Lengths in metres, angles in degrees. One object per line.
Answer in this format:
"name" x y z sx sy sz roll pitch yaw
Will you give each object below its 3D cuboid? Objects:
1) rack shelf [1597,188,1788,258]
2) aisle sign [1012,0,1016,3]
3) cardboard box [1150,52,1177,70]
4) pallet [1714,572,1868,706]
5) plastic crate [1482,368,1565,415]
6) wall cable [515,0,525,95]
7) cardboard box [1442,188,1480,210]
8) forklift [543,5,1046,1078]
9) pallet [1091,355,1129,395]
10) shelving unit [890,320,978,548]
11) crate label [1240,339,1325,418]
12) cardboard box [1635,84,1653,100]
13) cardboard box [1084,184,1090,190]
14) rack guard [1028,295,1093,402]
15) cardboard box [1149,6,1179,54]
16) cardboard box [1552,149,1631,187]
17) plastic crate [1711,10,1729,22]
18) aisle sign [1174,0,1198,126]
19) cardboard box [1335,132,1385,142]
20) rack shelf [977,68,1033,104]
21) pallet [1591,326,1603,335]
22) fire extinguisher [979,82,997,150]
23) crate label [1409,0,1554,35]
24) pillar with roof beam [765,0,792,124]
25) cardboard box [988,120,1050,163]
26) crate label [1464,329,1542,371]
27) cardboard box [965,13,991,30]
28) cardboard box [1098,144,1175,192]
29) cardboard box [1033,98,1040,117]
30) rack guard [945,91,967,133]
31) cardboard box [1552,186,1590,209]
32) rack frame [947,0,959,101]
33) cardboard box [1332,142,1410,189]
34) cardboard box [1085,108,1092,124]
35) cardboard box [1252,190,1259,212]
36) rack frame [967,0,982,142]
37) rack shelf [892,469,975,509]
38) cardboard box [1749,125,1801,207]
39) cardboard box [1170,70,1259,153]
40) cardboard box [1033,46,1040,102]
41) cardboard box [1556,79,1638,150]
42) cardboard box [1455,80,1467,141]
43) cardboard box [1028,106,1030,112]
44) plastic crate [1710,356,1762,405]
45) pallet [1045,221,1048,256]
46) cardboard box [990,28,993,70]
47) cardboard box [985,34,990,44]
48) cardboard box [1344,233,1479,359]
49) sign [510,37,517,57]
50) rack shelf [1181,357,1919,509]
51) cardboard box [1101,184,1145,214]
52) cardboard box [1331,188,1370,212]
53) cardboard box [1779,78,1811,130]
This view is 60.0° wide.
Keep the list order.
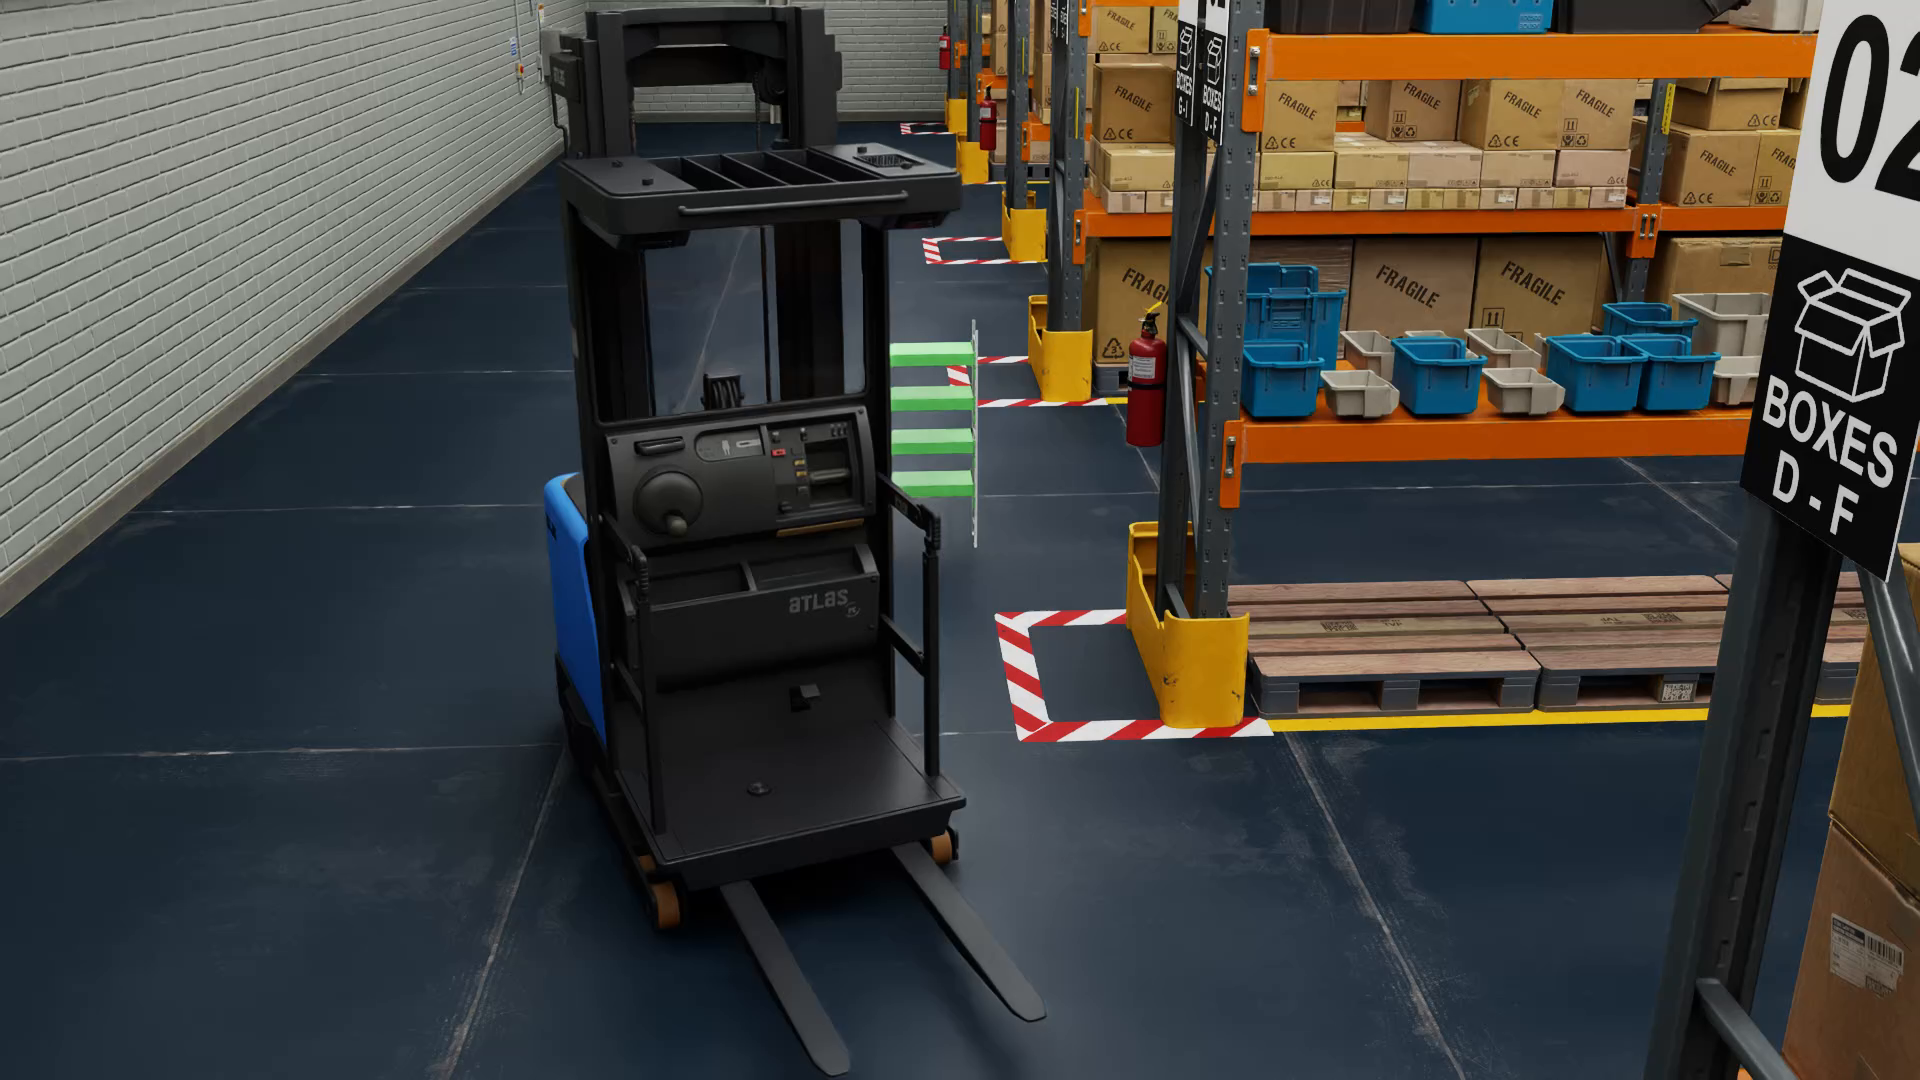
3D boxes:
"rack shelf" 6.735 -2.364 12.126 4.000 0.370 1.077 -1 21 -3
"aisle sign" 0.506 -5.449 15.565 0.004 0.787 0.394 -1 21 -3
"cardboard box" 2.049 -4.465 16.073 0.500 0.500 0.500 -1 21 -2
"pallet" 4.289 0.432 7.690 1.213 0.211 1.003 -1 21 -3
"plastic crate" 2.295 -0.603 6.775 0.298 0.136 0.250 -1 21 -3
"wall cable" -5.450 -6.465 20.415 0.123 1.953 0.585 -1 21 -3
"cardboard box" 3.425 -2.399 11.558 0.250 0.149 0.380 -1 21 -2
"forklift" -0.659 -0.219 5.576 1.130 2.935 3.031 -9 23 -22
"pallet" 1.538 -1.319 12.289 1.213 0.211 1.003 -1 21 -3
"shelving unit" -0.165 -0.557 8.899 0.503 1.200 0.258 -1 21 -3
"crate label" 1.292 -0.657 6.781 0.303 0.233 0.416 -1 21 -3
"cardboard box" 6.530 -4.380 16.171 0.250 0.149 0.380 -2 21 -6
"cardboard box" 1.373 -3.423 16.475 0.250 0.149 0.380 -1 21 -2
"rack guard" 0.720 -1.410 12.121 0.348 0.500 1.175 -1 21 -3
"cardboard box" 2.050 -4.925 15.878 0.500 0.500 0.500 -2 21 -4
"cardboard box" 4.312 -2.626 11.596 0.500 0.250 0.500 -2 21 -4
"plastic crate" 3.076 -2.228 6.911 0.530 0.136 0.437 -1 21 -3
"aisle sign" 0.939 -2.137 6.863 0.004 0.787 0.394 -1 21 -3
"cardboard box" 2.747 -2.784 12.010 0.500 0.250 0.500 -1 21 -3
"rack shelf" 2.175 -5.803 21.159 4.000 0.370 1.077 -1 21 -3
"pallet" 5.504 -1.399 12.499 1.213 0.211 1.003 -1 21 -3
"fire extinguisher" 0.284 -4.291 16.808 0.183 0.674 0.296 -1 21 -3
"crate label" 1.967 -2.055 6.297 0.502 0.251 0.408 -1 21 -3
"pillar with roof beam" -2.606 -9.402 21.168 0.400 9.000 9.100 -1 21 -3
"cardboard box" 0.832 -5.147 21.434 0.875 0.438 0.875 -2 21 -5
"crate label" 2.398 -0.820 7.345 0.243 0.136 0.396 -1 21 -3
"cardboard box" 0.336 -8.034 25.801 0.500 0.250 0.500 -1 21 -1
"cardboard box" 1.239 -2.561 11.425 0.500 0.250 0.500 -2 21 -4
"cardboard box" 0.871 -4.332 16.637 0.250 0.149 0.380 -1 21 -3
"rack guard" -0.033 -6.695 26.004 0.348 0.500 1.175 -1 21 -3
"cardboard box" 4.195 -2.414 11.600 0.250 0.149 0.380 -1 21 -2
"rack frame" -0.108 -7.862 25.555 0.127 3.000 1.000 -1 21 -3
"cardboard box" 2.780 -2.595 11.515 0.500 0.250 0.500 -2 21 -4
"cardboard box" 1.156 -4.135 16.119 0.250 0.149 0.380 0 21 -1
"cardboard box" 1.890 -2.368 11.477 0.250 0.149 0.380 -1 21 -4
"rack frame" 0.179 -6.099 20.924 0.127 3.000 1.000 -1 21 -3
"rack shelf" -0.165 -0.273 9.007 0.480 0.148 0.258 -1 21 -3
"cardboard box" 5.713 -2.637 11.692 0.500 0.500 0.500 -1 21 -3
"cardboard box" 1.738 -2.922 11.318 0.500 0.500 0.500 -2 21 -4
"cardboard box" 0.996 -4.629 16.504 0.500 0.500 0.500 -1 21 -2
"cardboard box" 4.294 -2.975 11.457 0.500 0.500 0.500 -1 21 -1
"cardboard box" 3.753 -3.153 11.925 0.500 0.500 0.500 -1 21 -3
"cardboard box" 0.934 -6.699 25.918 0.250 0.149 0.380 -2 21 -5
"plastic crate" 3.299 -0.663 6.933 0.466 0.136 0.293 -1 21 -3
"pallet" 1.451 -3.045 16.821 1.213 0.211 1.003 -1 21 -3
"cardboard box" 0.645 -6.249 21.179 0.500 0.500 0.500 -1 21 -3
"cardboard box" 0.487 -7.675 25.418 0.250 0.149 0.380 -1 21 -2
"cardboard box" 3.176 -1.860 12.186 0.875 0.875 0.875 -1 21 -3
"sign" -5.508 -6.084 20.505 0.001 0.218 0.327 -1 21 -3
"rack shelf" 3.024 -0.523 7.291 4.000 0.370 1.077 -1 21 -3
"cardboard box" 1.118 -2.351 11.433 0.250 0.149 0.380 -1 21 -2
"cardboard box" 2.653 -2.383 11.517 0.250 0.149 0.380 -2 21 -4
"cardboard box" 6.061 -3.201 11.762 0.637 0.503 0.797 -1 21 -2
